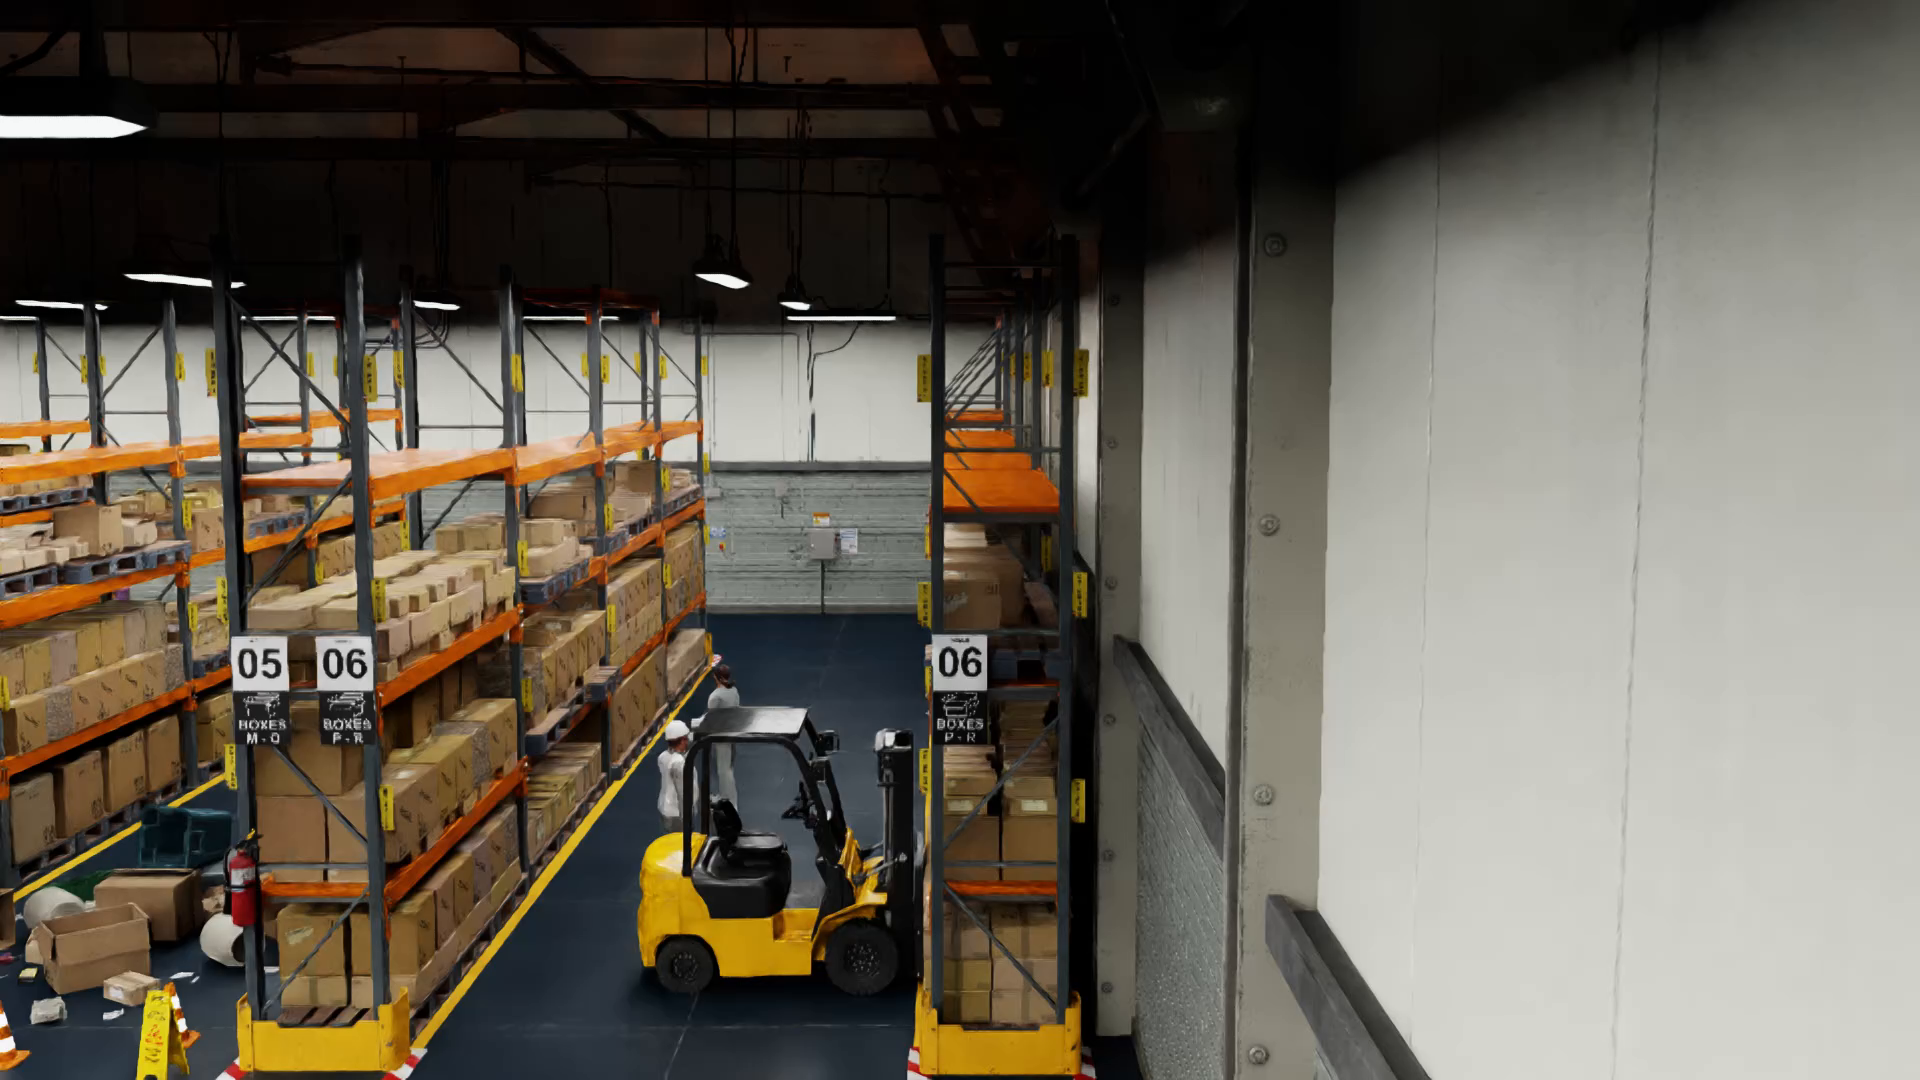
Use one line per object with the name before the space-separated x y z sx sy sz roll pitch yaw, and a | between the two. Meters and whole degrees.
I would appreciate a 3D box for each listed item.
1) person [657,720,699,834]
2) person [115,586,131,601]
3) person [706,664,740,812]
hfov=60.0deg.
person | -2.589 2.557 15.546 0.446 1.780 0.591 -3 7 -22
person | -14.589 1.170 28.939 0.561 1.585 0.513 5 8 36
person | -2.716 2.231 18.953 0.569 1.668 0.562 4 7 30
